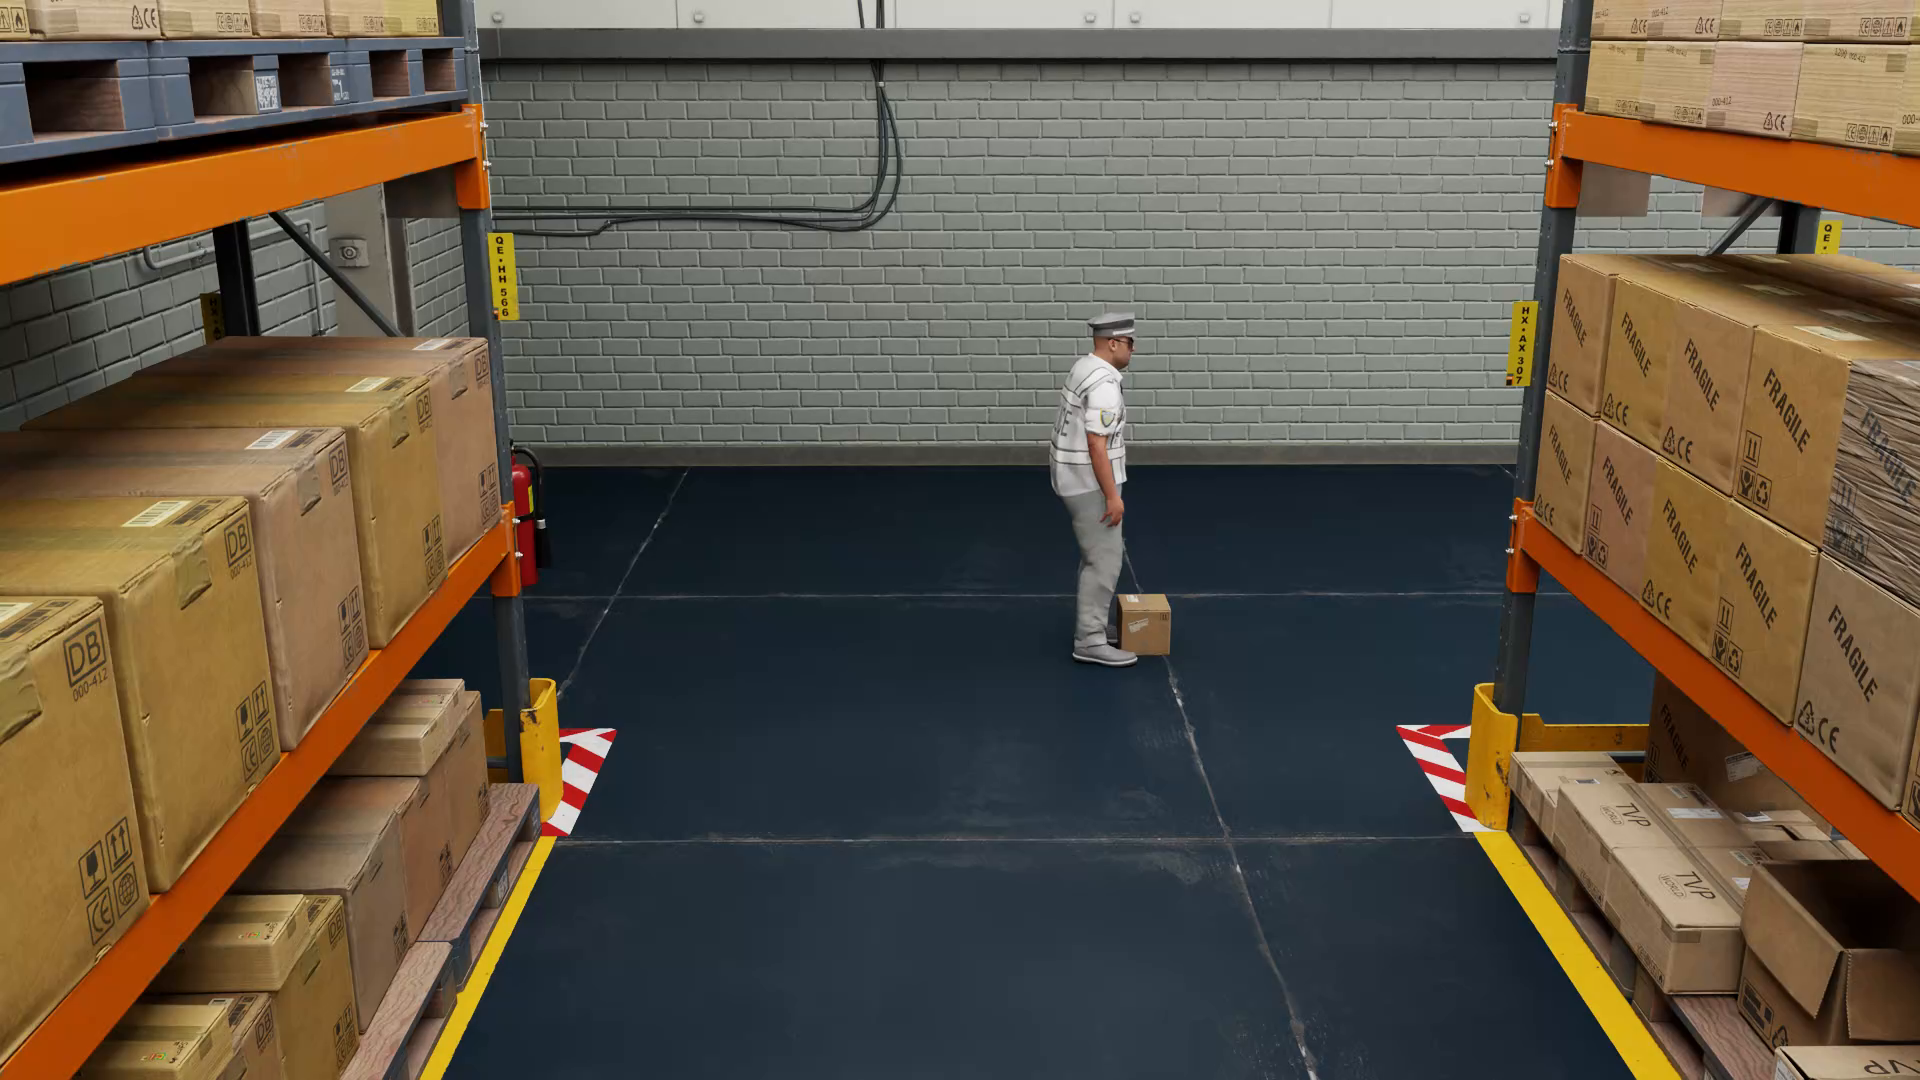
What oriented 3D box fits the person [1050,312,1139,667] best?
[{"bbox_3d":[0.699,-0.277,8.433,0.473,1.751,0.606,-1,17,-4],"label":"person"}]
